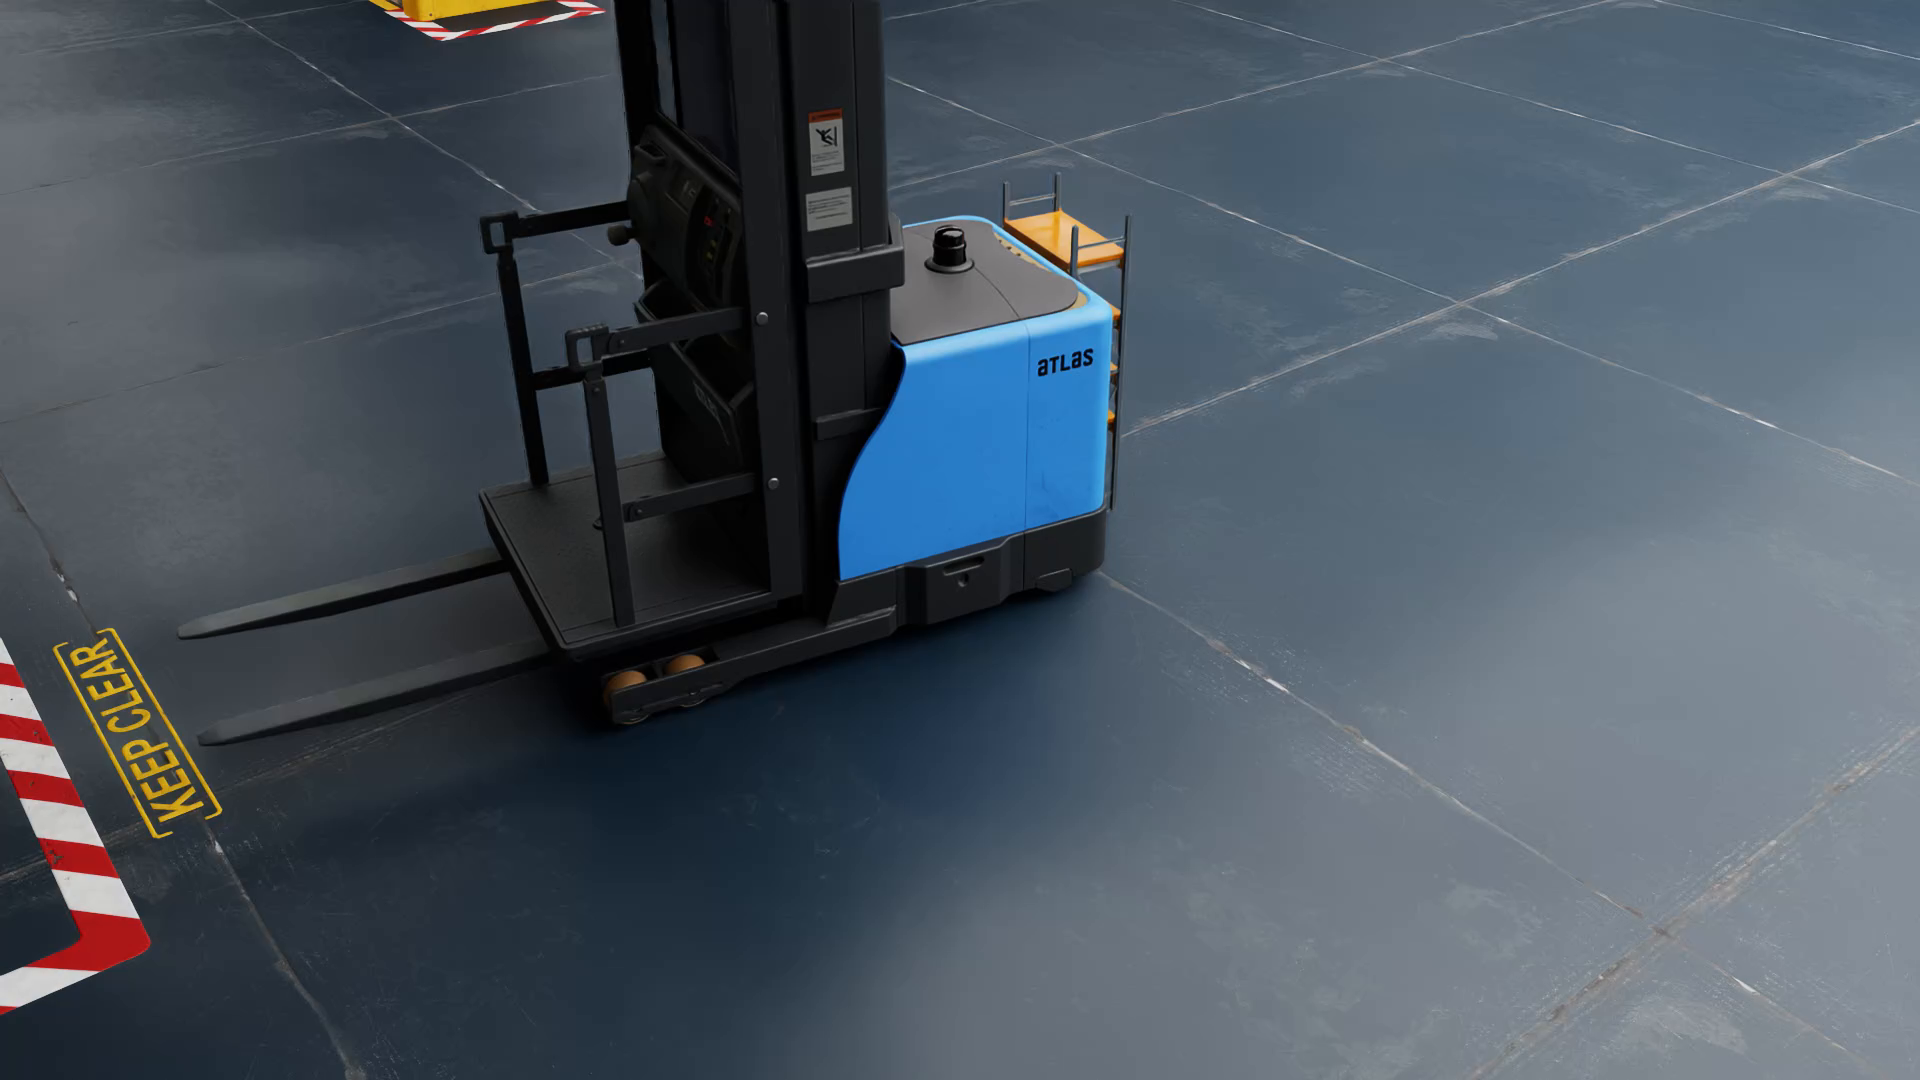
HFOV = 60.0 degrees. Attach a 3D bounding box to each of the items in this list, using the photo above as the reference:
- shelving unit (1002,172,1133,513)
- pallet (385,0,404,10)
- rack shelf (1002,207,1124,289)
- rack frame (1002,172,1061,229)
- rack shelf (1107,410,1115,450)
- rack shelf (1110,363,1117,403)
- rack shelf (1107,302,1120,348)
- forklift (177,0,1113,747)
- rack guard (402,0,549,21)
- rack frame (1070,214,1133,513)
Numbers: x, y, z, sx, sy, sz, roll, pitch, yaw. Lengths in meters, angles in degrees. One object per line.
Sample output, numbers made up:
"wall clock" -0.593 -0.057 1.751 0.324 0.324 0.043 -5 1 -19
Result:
"shelving unit" 0.380 -0.710 6.256 0.258 1.200 0.503 -15 35 -23
"pallet" -4.235 -4.568 13.405 1.003 0.211 1.213 -22 38 -31
"rack shelf" 0.380 -1.044 6.049 0.258 0.148 0.480 -15 35 -23
"rack frame" 0.267 -0.824 6.440 0.240 1.200 0.015 -15 35 -23
"rack shelf" 0.380 -0.484 6.397 0.258 0.148 0.480 -15 35 -23
"rack shelf" 0.380 -0.653 6.292 0.258 0.148 0.480 -15 35 -23
"rack shelf" 0.380 -0.843 6.174 0.258 0.148 0.480 -15 35 -23
"forklift" -1.028 -0.977 5.045 3.031 2.935 1.130 -15 35 -23
"rack guard" -3.719 -4.376 12.821 1.175 0.500 0.348 -22 38 -31
"rack frame" 0.493 -0.596 6.073 0.240 1.200 0.015 -15 35 -23
